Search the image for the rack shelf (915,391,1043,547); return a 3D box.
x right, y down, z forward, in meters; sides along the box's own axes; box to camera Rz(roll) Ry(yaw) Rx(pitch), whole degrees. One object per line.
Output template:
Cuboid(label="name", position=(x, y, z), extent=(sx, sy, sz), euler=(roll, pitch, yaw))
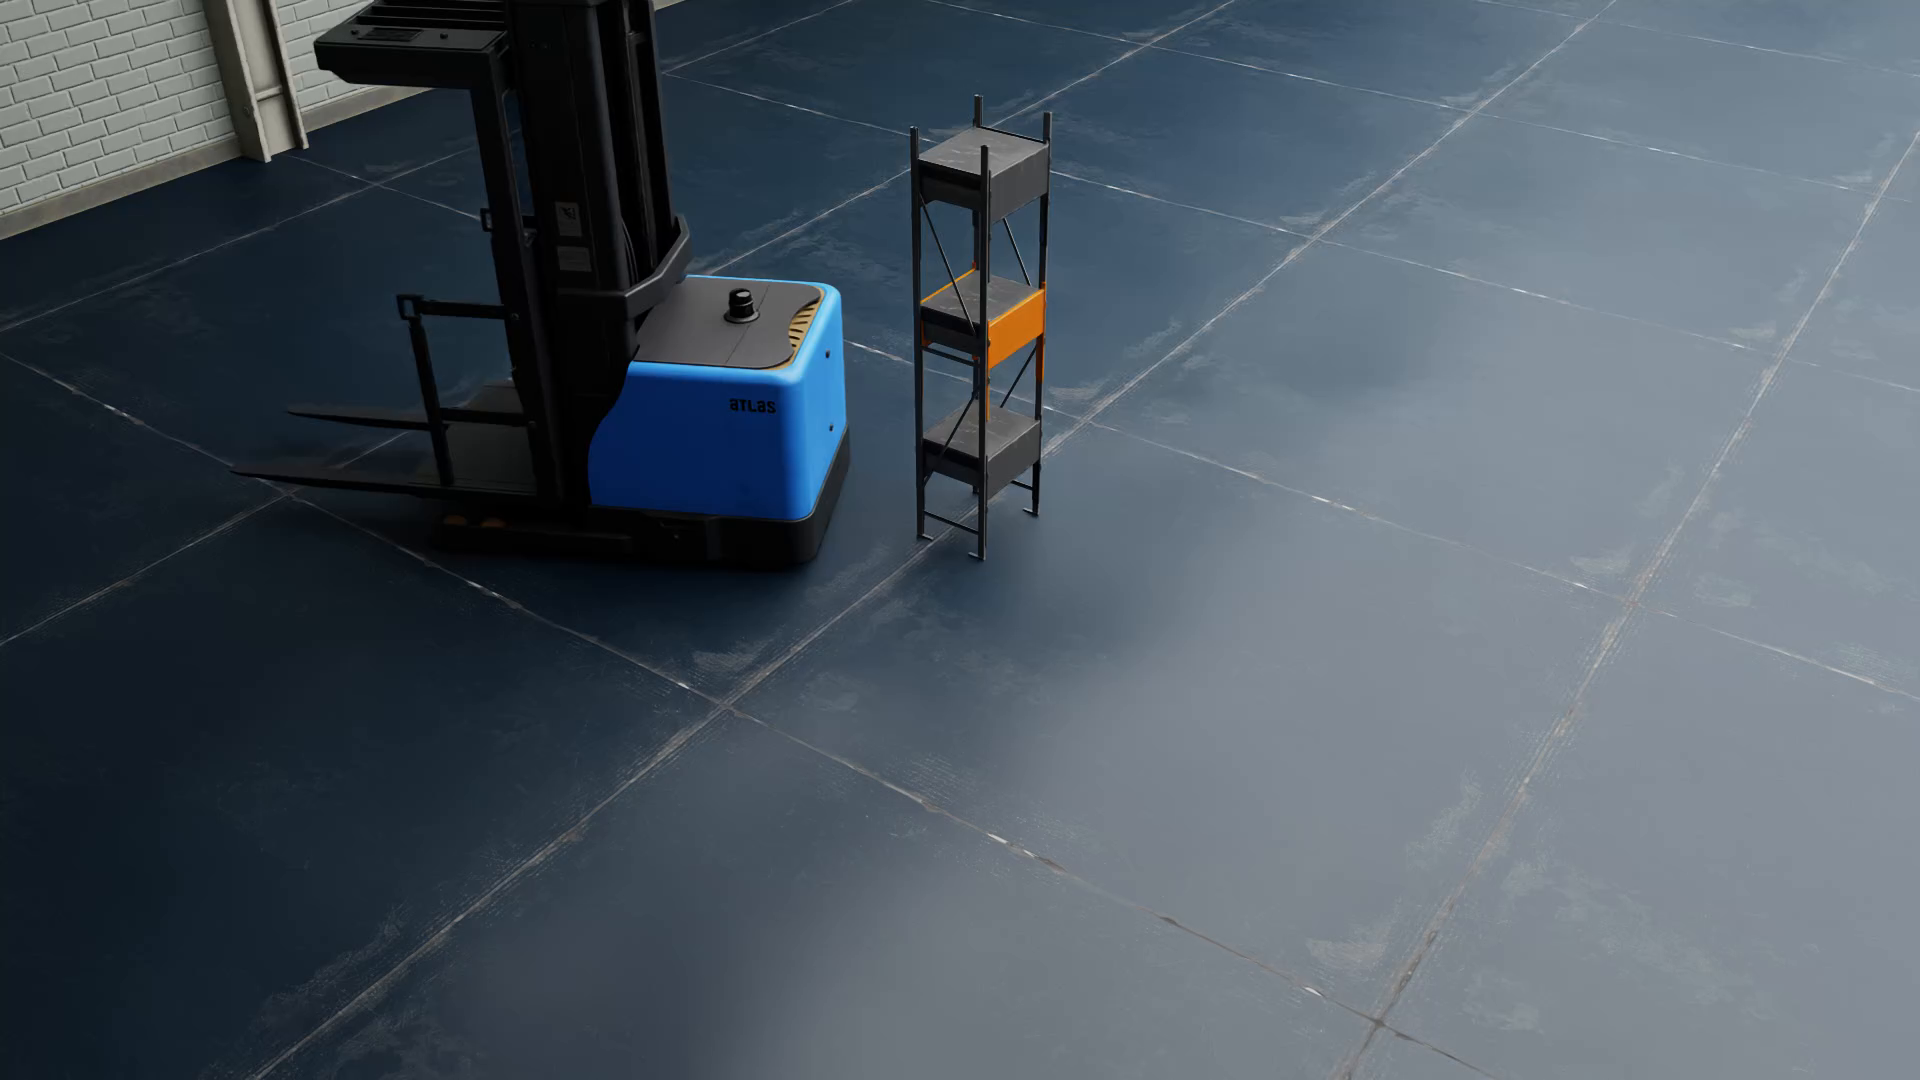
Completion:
Cuboid(label="rack shelf", position=(0.094, -0.355, 8.174), extent=(0.431, 0.518, 0.480), euler=(21, 39, 28))

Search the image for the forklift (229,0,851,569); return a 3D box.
Cuboid(label="forklift", position=(-2.134, -1.443, 7.767), extent=(3.031, 2.935, 1.130), euler=(5, 34, 7))

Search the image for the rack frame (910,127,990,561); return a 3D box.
Cuboid(label="rack frame", position=(-0.045, -0.834, 7.608), extent=(0.400, 2.100, 0.015), euler=(21, 39, 28))

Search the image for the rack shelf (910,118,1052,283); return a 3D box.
Cuboid(label="rack shelf", position=(0.094, -1.515, 7.390), extent=(0.431, 0.518, 0.480), euler=(21, 39, 28))

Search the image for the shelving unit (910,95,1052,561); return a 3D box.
Cuboid(label="shelving unit", position=(0.094, -0.946, 7.774), extent=(0.431, 2.100, 0.503), euler=(21, 39, 28))

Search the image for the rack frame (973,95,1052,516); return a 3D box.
Cuboid(label="rack frame", position=(0.234, -1.058, 7.940), extent=(0.400, 2.100, 0.015), euler=(21, 39, 28))

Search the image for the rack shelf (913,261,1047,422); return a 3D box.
Cuboid(label="rack shelf", position=(0.094, -0.935, 7.782), extent=(0.431, 0.518, 0.480), euler=(21, 39, 28))

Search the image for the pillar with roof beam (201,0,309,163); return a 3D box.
Cuboid(label="pillar with roof beam", position=(-1.664, -5.309, 8.068), extent=(9.100, 9.000, 0.400), euler=(21, 39, 28))
